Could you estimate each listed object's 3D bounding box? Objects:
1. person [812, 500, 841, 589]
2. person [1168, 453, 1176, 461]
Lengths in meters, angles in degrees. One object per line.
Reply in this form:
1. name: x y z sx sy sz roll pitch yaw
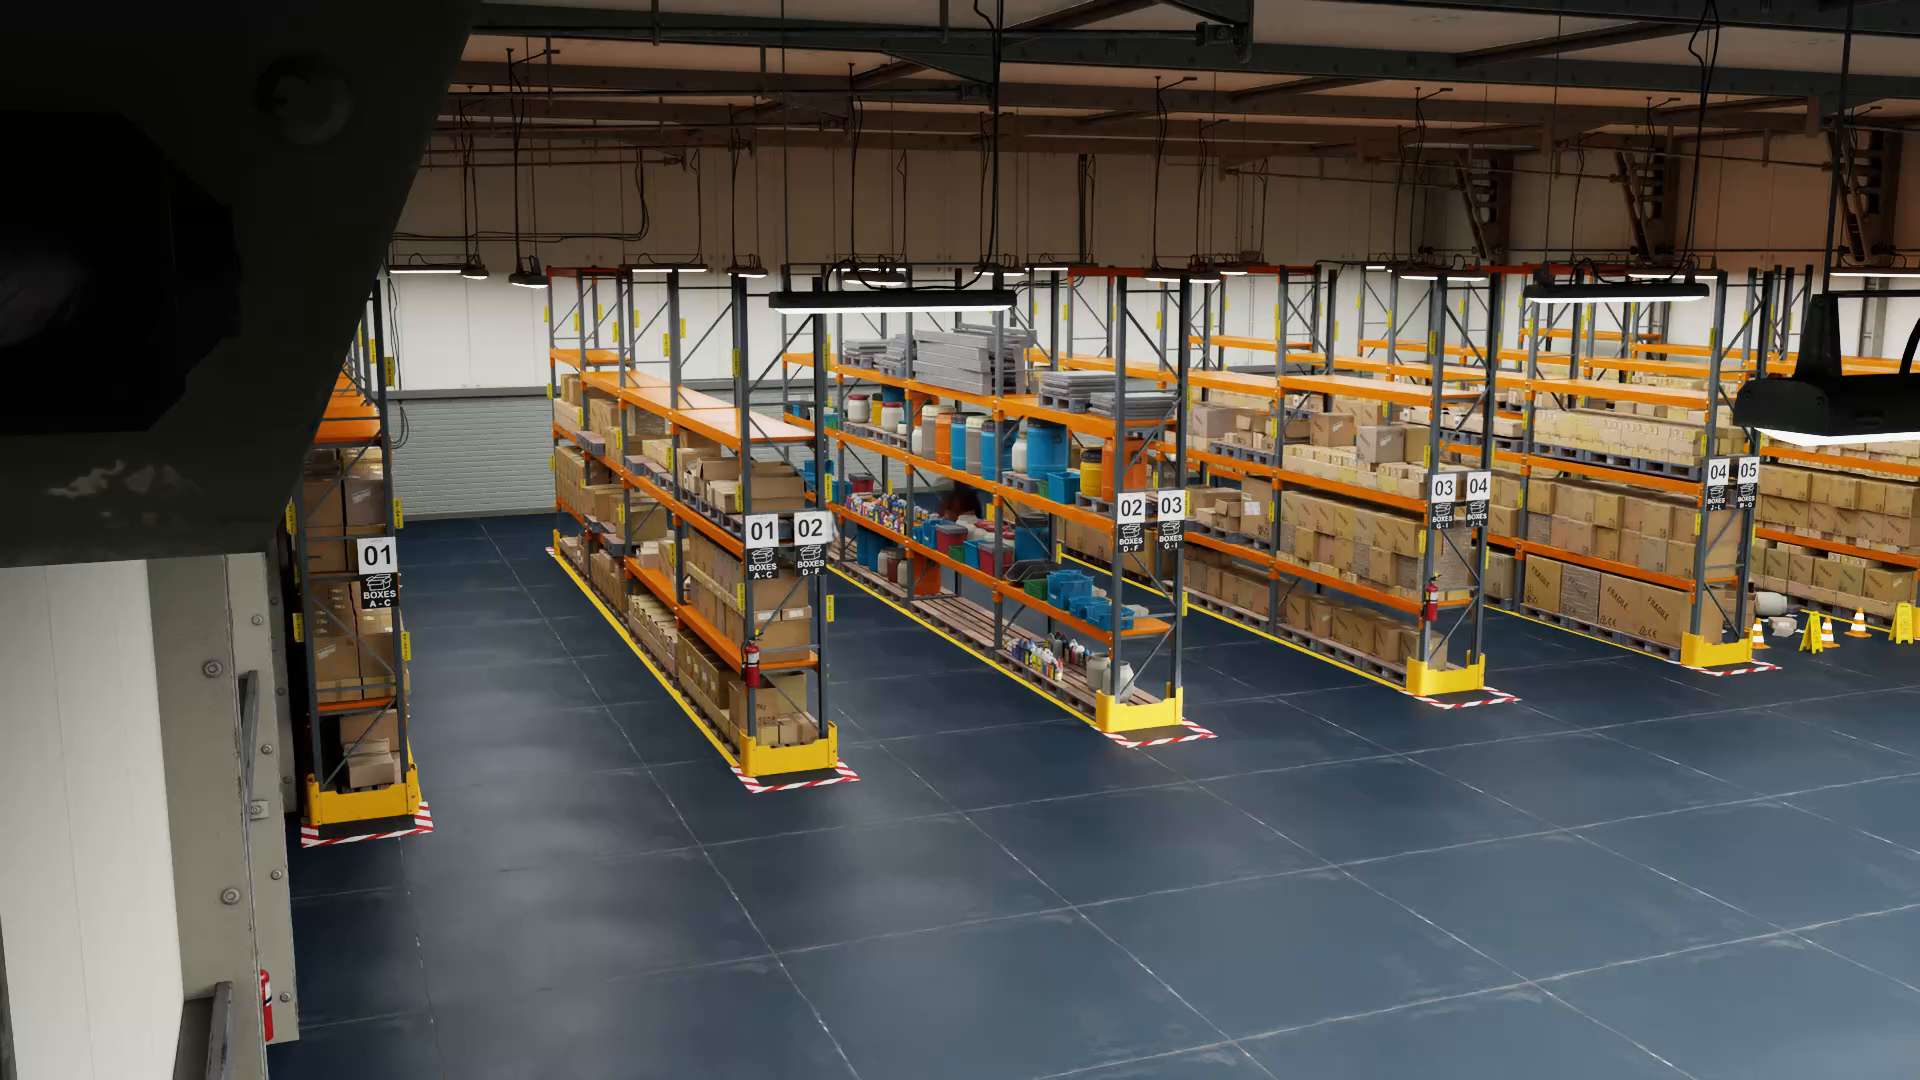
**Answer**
1. person: -2.497 -0.001 30.045 0.650 1.722 1.035 -4 11 -23
2. person: 5.436 -1.690 41.412 0.535 1.665 0.498 -7 12 -35
